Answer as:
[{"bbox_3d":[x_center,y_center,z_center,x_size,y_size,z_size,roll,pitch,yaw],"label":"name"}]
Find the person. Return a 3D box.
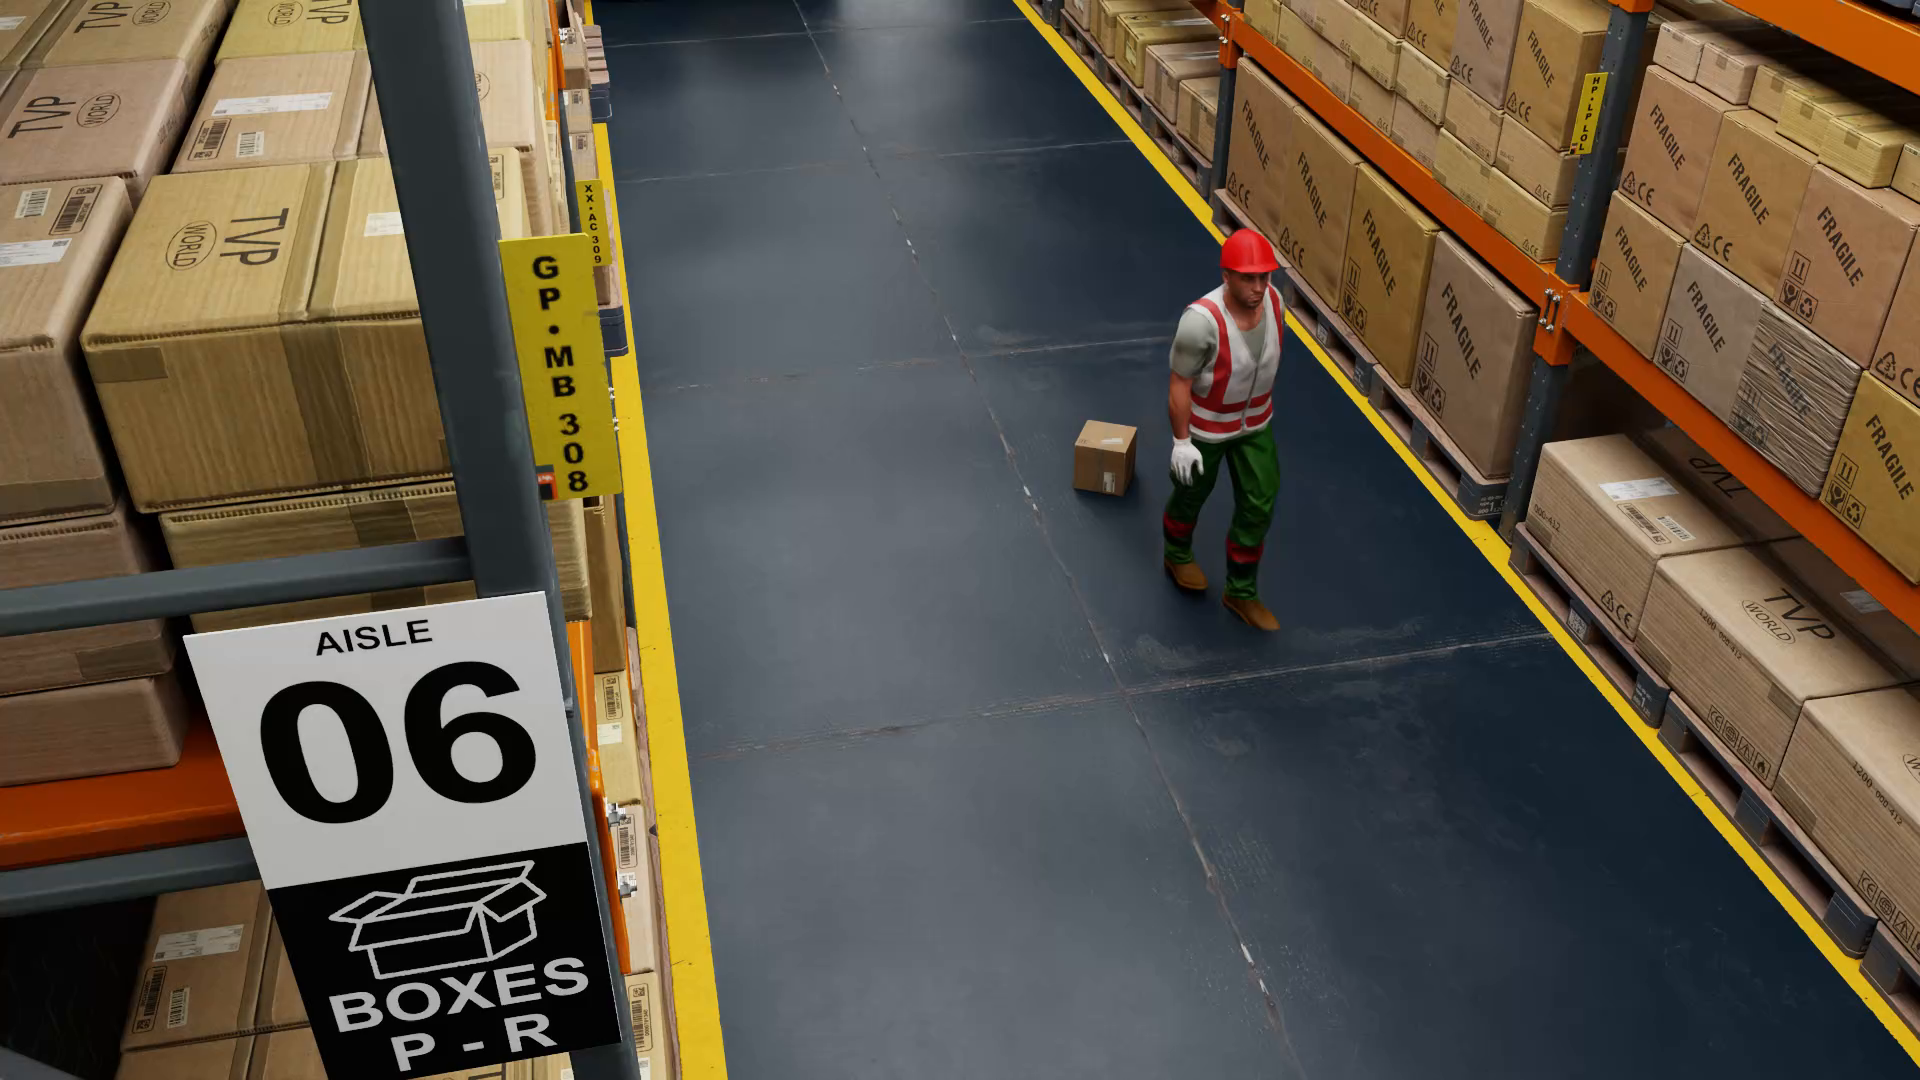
[{"bbox_3d":[1.073,-0.456,6.822,0.579,1.822,0.622,-13,36,-19],"label":"person"}]
